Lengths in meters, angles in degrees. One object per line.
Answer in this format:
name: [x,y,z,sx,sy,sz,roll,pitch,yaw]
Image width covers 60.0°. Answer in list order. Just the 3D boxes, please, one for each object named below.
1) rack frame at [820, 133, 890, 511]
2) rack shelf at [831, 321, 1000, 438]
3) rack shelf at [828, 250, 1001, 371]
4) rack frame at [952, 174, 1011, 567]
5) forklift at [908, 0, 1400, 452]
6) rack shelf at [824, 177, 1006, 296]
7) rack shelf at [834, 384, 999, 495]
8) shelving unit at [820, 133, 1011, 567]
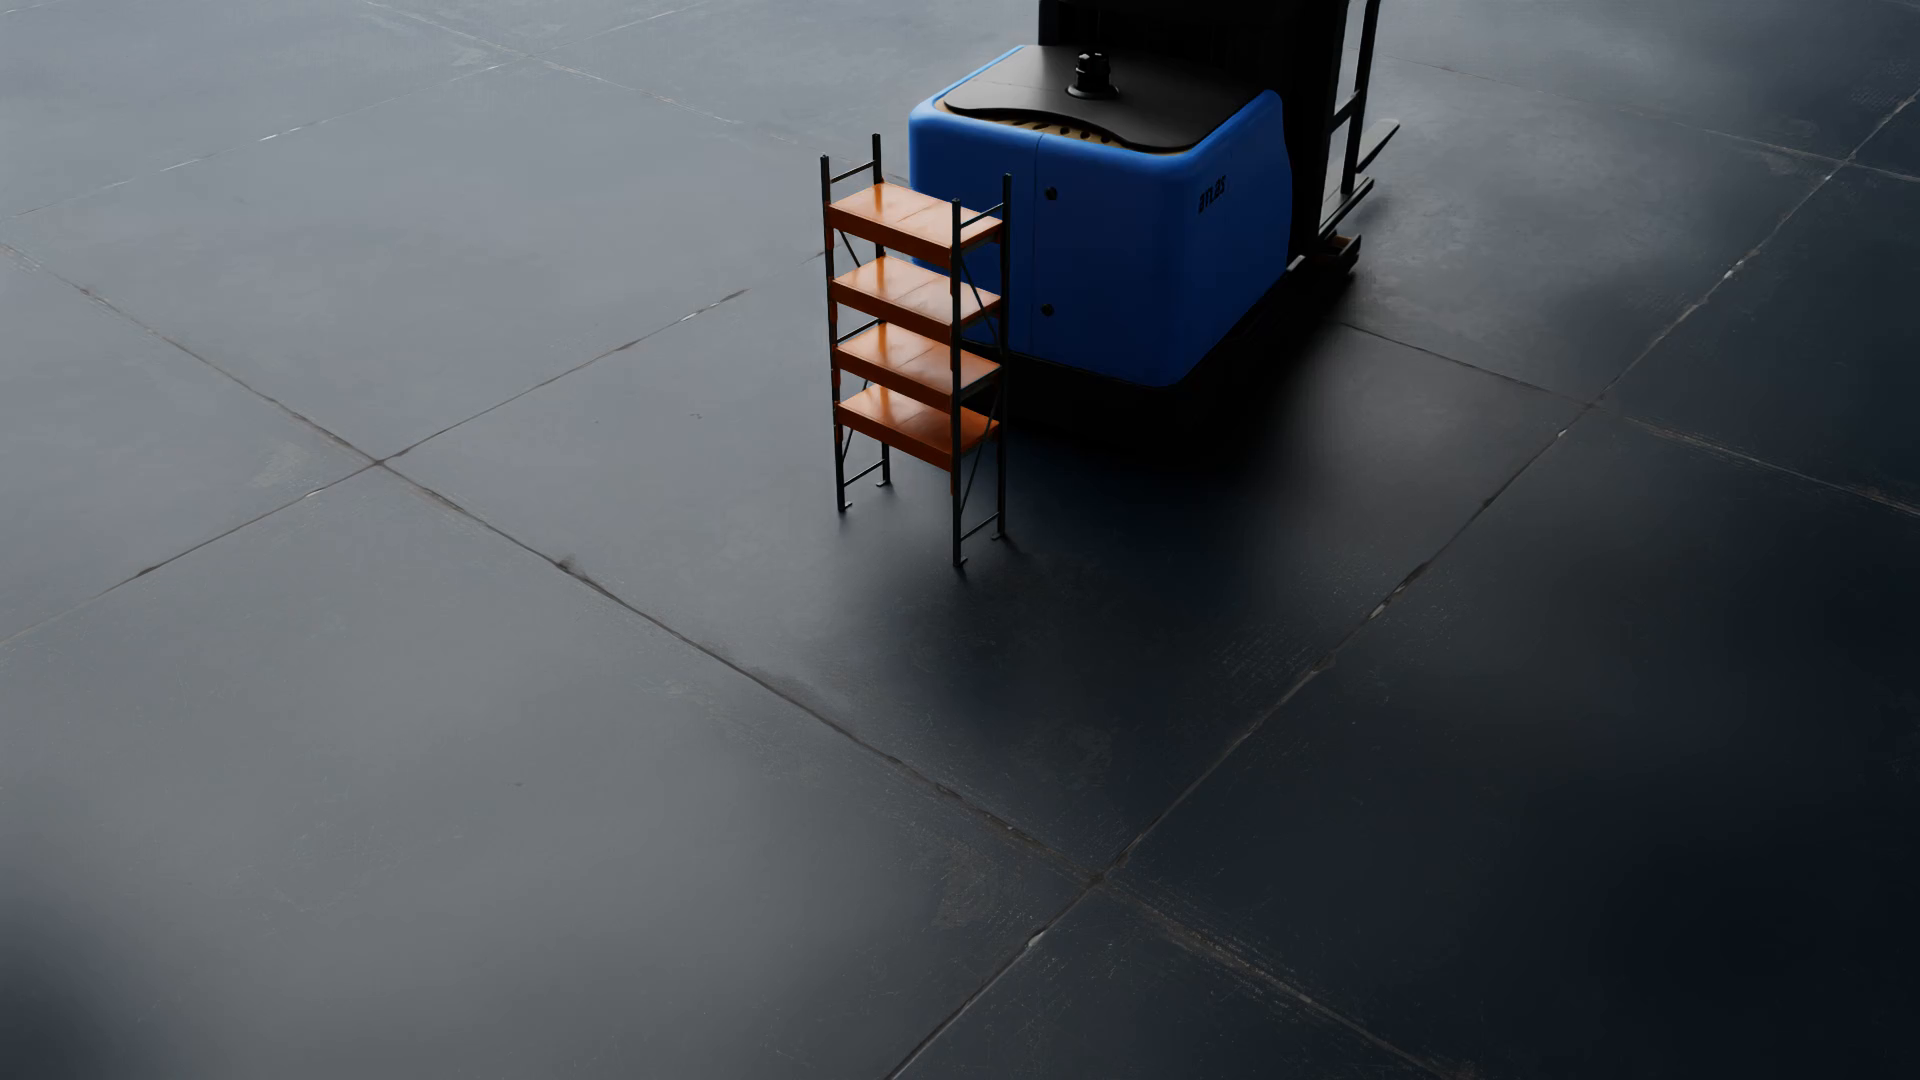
rack frame: [-0.315,-0.643,5.126,0.015,1.200,0.240,25,42,32]
rack shelf: [-0.127,-0.499,5.036,0.480,0.148,0.258,25,42,32]
rack shelf: [-0.127,-0.683,4.909,0.480,0.148,0.258,25,42,32]
rack frame: [0.060,-0.466,4.869,0.015,1.200,0.240,25,42,32]
forklift: [0.985,-2.310,6.025,1.130,2.935,3.031,18,38,24]
rack shelf: [-0.127,-0.878,4.775,0.480,0.148,0.258,25,42,32]
rack shelf: [-0.127,-0.335,5.148,0.480,0.148,0.258,25,42,32]
shelving unit: [-0.127,-0.555,4.998,0.503,1.200,0.258,25,42,32]
